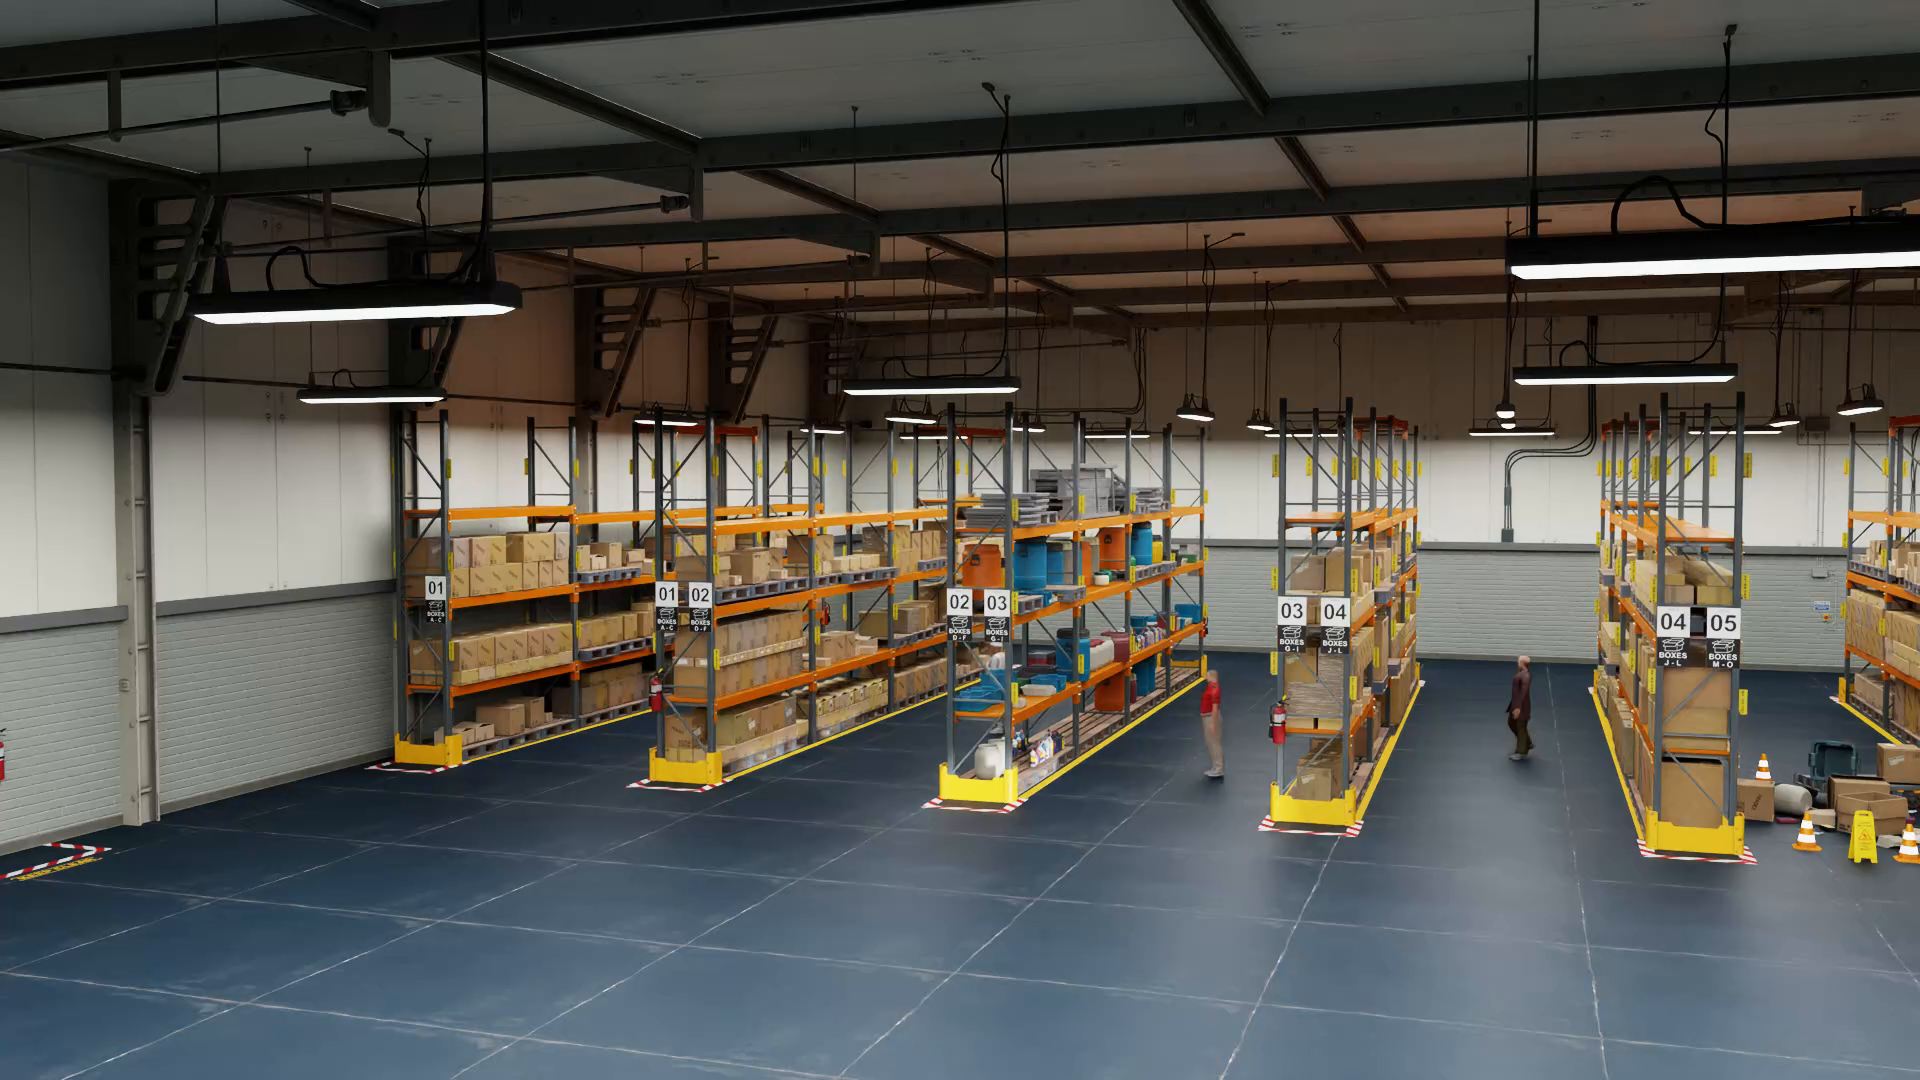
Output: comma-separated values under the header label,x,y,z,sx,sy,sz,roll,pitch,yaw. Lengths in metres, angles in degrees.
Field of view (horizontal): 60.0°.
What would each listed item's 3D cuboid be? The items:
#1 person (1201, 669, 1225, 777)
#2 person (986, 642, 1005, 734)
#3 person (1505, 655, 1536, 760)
label,x,y,z,sx,sy,sz,roll,pitch,yaw
person,4.116,3.035,27.081,0.405,1.674,0.645,0,2,4
person,0.691,2.766,31.420,0.371,1.820,0.661,1,3,17
person,9.713,2.874,28.725,0.534,1.780,0.655,0,2,5
